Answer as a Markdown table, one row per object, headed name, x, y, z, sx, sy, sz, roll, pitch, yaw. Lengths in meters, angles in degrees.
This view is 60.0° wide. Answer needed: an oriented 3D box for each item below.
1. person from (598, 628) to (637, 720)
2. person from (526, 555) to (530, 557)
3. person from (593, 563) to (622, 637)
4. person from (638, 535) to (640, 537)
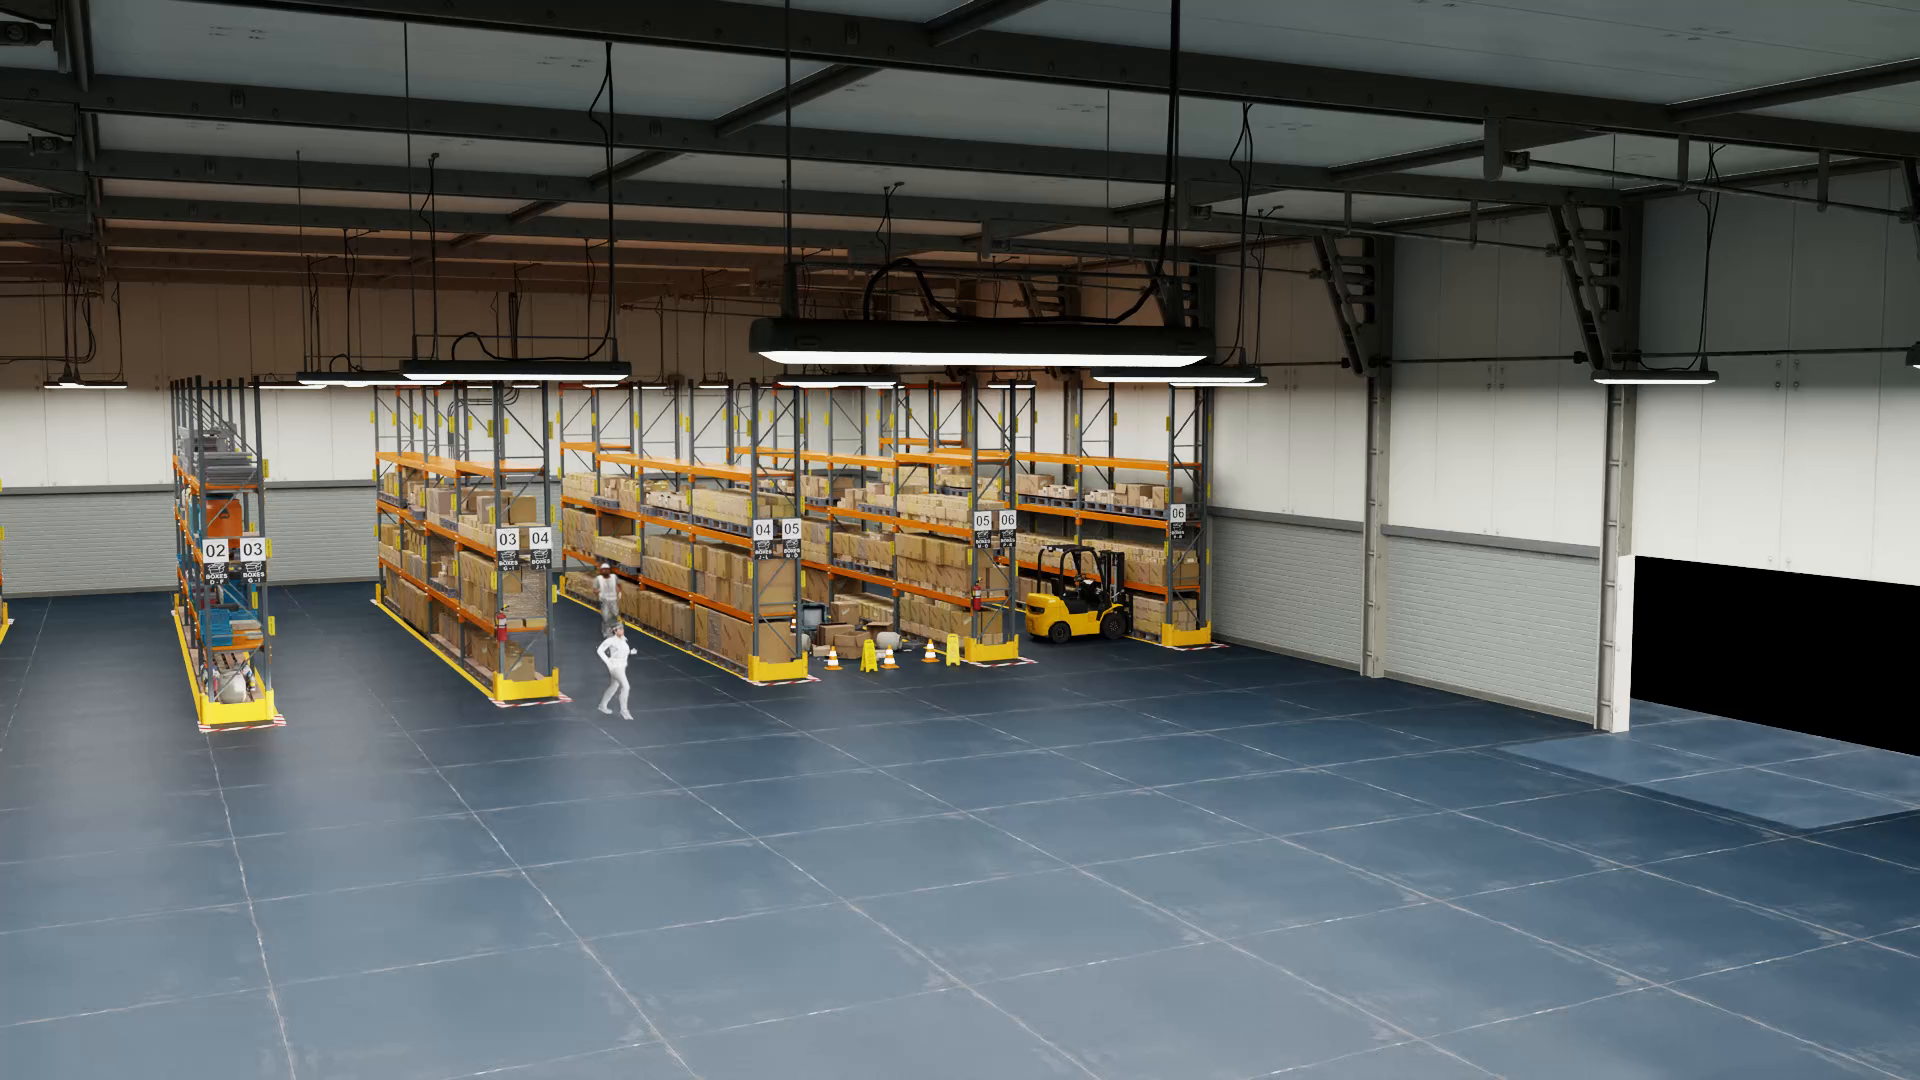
| name | x | y | z | sx | sy | sz | roll | pitch | yaw |
| --- | --- | --- | --- | --- | --- | --- | --- | --- | --- |
| person | -6.044 | 2.313 | 29.299 | 0.755 | 1.713 | 0.581 | 2 | 5 | 18 |
| person | -11.787 | 0.873 | 45.386 | 0.664 | 1.623 | 0.567 | -2 | 5 | -20 |
| person | -8.171 | 1.413 | 38.635 | 0.695 | 1.736 | 0.585 | -2 | 5 | -22 |
| person | -9.280 | 0.585 | 47.781 | 0.756 | 1.636 | 0.549 | -3 | 6 | -26 |
